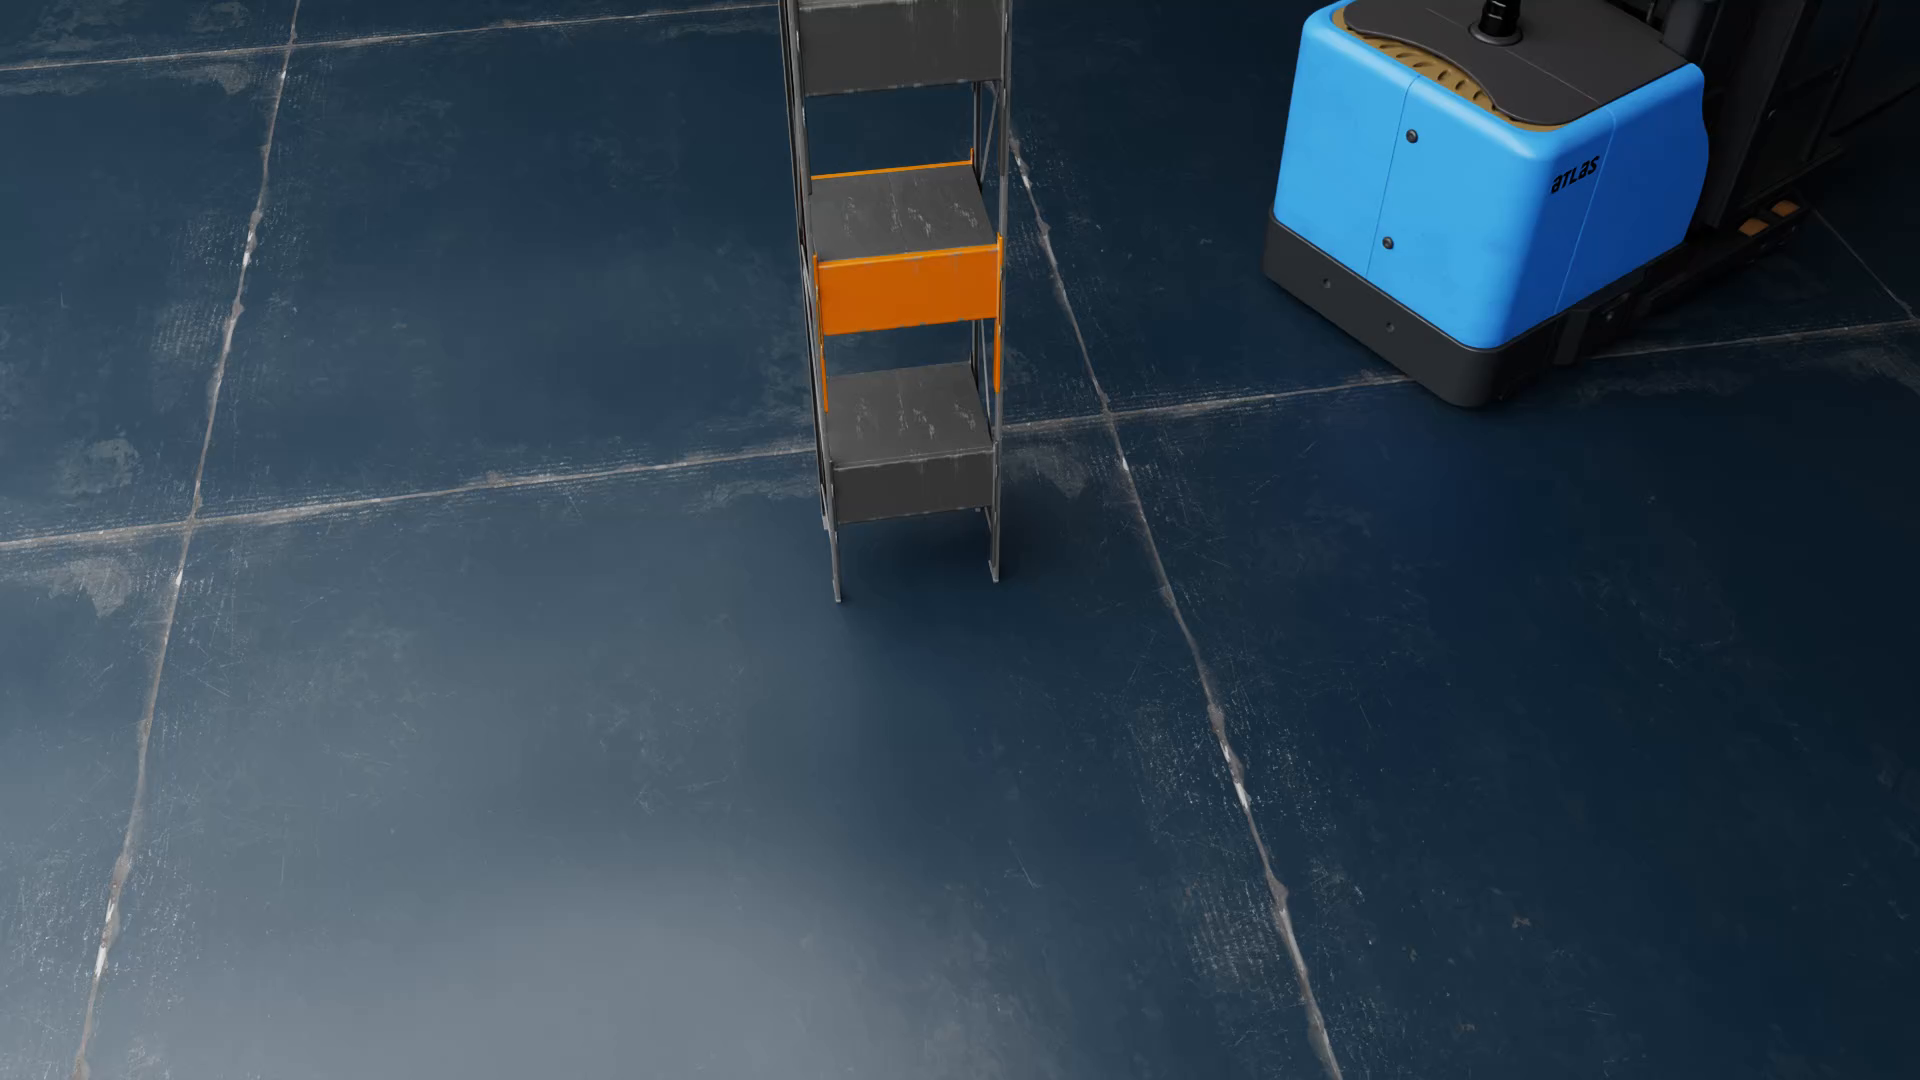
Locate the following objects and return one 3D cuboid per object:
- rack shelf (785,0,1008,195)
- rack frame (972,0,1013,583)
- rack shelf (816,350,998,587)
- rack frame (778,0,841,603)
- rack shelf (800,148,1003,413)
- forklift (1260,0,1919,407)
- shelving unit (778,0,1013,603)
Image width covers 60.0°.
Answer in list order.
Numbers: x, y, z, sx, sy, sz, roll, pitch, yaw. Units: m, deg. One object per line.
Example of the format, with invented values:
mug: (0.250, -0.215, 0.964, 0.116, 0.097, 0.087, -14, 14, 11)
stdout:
rack shelf: (-0.163, -1.184, 3.980, 0.480, 0.518, 0.431, -7, 46, -7)
rack frame: (0.077, -0.738, 4.503, 0.015, 2.100, 0.400, -7, 46, -7)
rack shelf: (-0.163, -0.213, 4.988, 0.480, 0.518, 0.431, -7, 46, -7)
rack frame: (-0.404, -0.678, 4.445, 0.015, 2.100, 0.400, -7, 46, -7)
rack shelf: (-0.163, -0.699, 4.484, 0.480, 0.518, 0.431, -7, 46, -7)
forklift: (2.591, -2.335, 5.465, 3.031, 2.935, 1.130, -28, 52, -24)
shelving unit: (-0.163, -0.708, 4.474, 0.503, 2.100, 0.431, -7, 46, -7)
